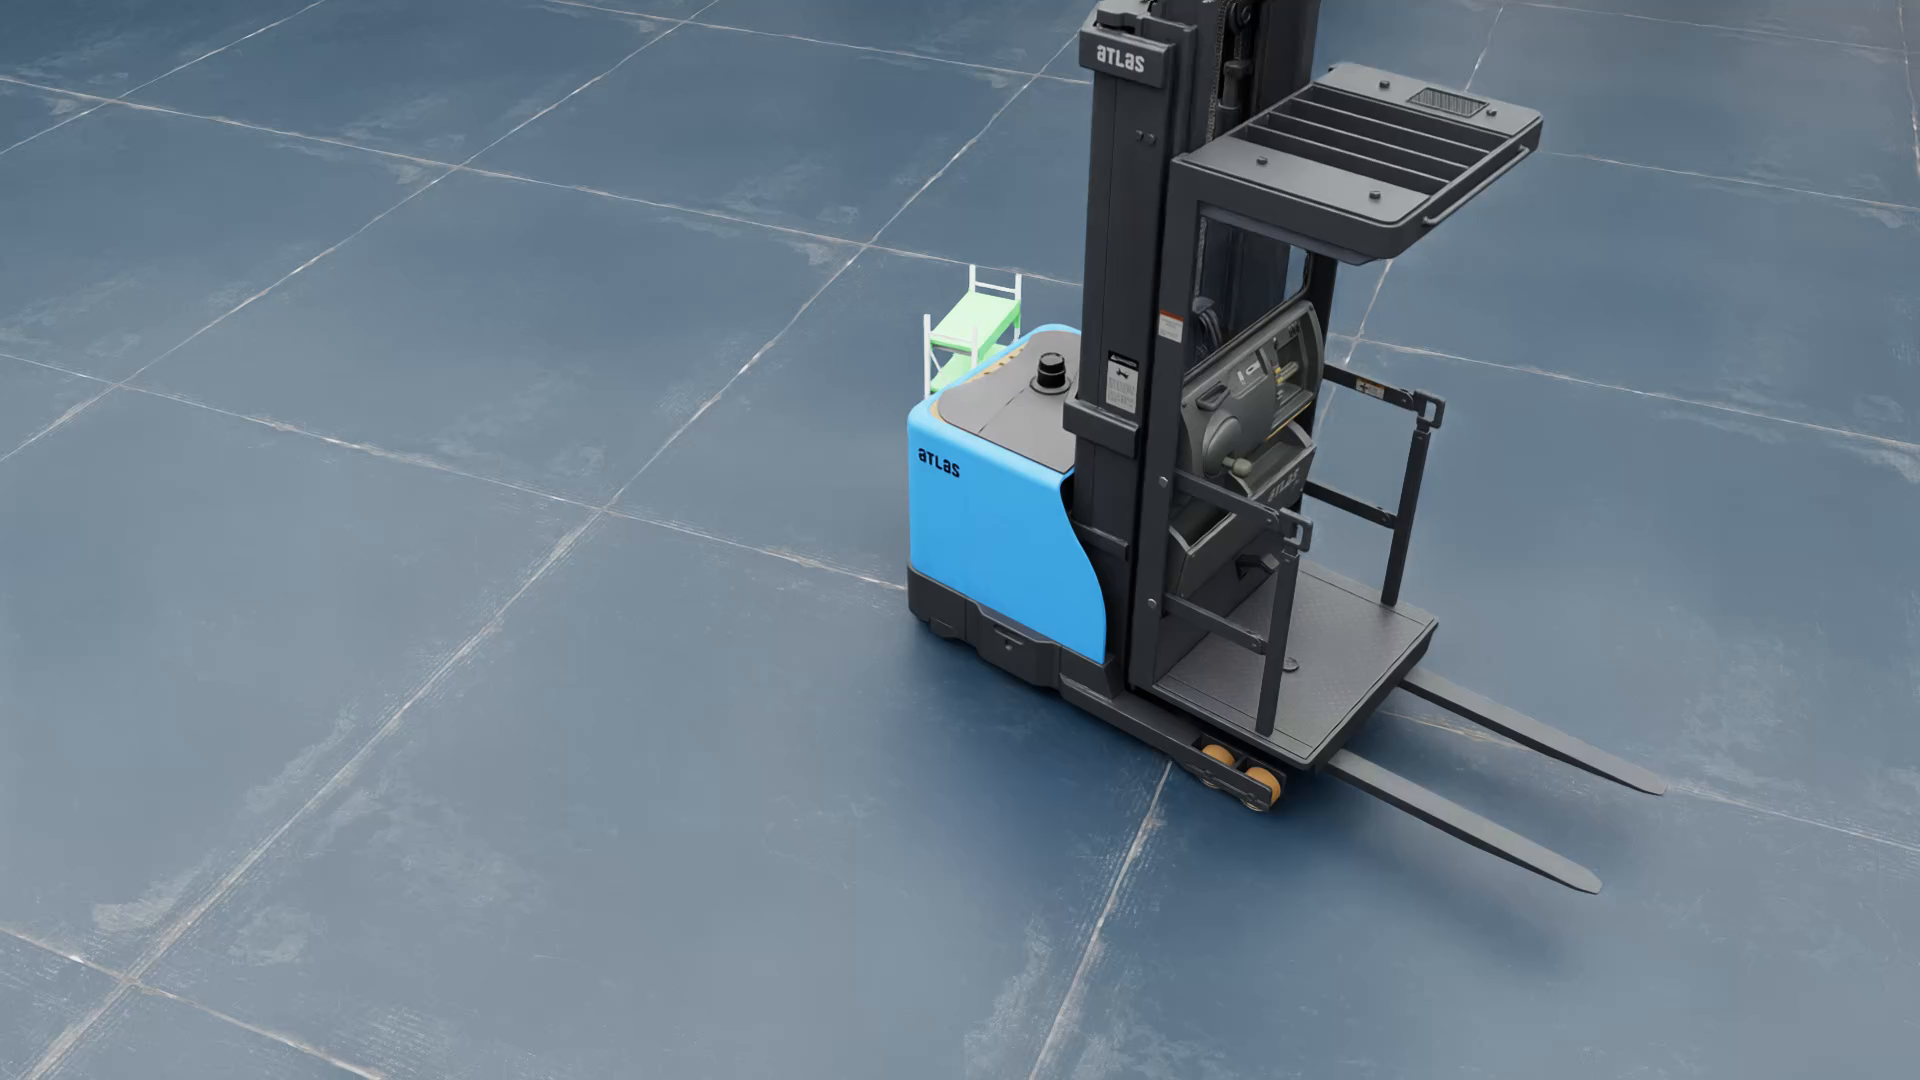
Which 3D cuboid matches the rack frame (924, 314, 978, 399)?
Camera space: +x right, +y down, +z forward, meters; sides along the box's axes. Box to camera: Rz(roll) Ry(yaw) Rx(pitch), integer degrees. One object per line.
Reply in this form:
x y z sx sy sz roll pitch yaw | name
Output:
-0.038 -0.441 7.337 0.240 1.200 0.015 15 39 19 | rack frame

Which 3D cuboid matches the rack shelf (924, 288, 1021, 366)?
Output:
0.059 -0.908 7.267 0.258 0.148 0.480 15 39 19 | rack shelf

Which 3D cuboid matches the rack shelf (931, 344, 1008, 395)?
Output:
0.059 -0.716 7.411 0.258 0.148 0.480 15 39 19 | rack shelf

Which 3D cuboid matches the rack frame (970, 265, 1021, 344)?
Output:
0.157 -0.709 7.696 0.240 1.200 0.015 15 39 19 | rack frame

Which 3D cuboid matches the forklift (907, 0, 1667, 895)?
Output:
1.236 -0.499 5.969 3.031 2.935 1.130 26 44 30 | forklift

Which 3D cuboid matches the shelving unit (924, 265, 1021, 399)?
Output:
0.059 -0.575 7.517 0.258 1.200 0.503 15 39 19 | shelving unit
